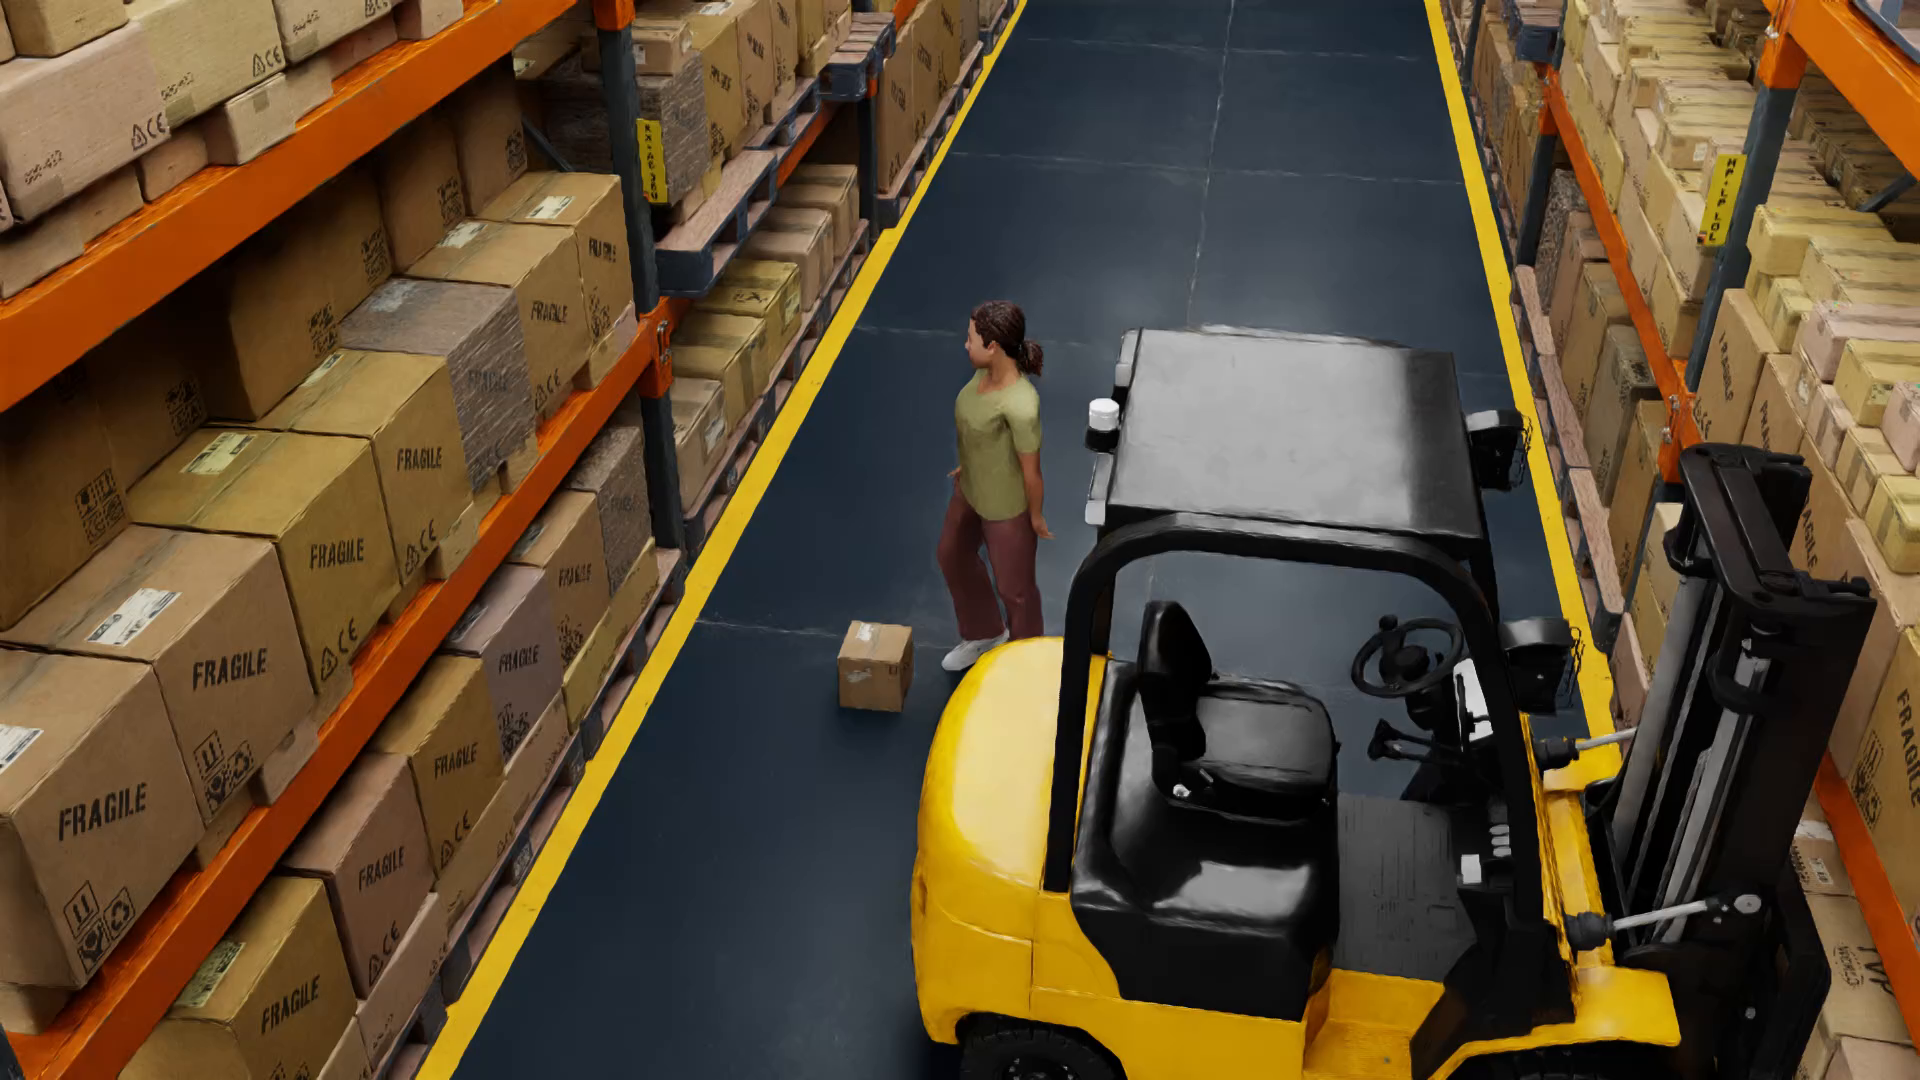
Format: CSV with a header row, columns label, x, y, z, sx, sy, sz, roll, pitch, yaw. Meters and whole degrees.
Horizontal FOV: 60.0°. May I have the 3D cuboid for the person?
label,x,y,z,sx,sy,sz,roll,pitch,yaw
person,0.143,-0.050,6.409,0.378,1.448,0.562,-13,35,-19
